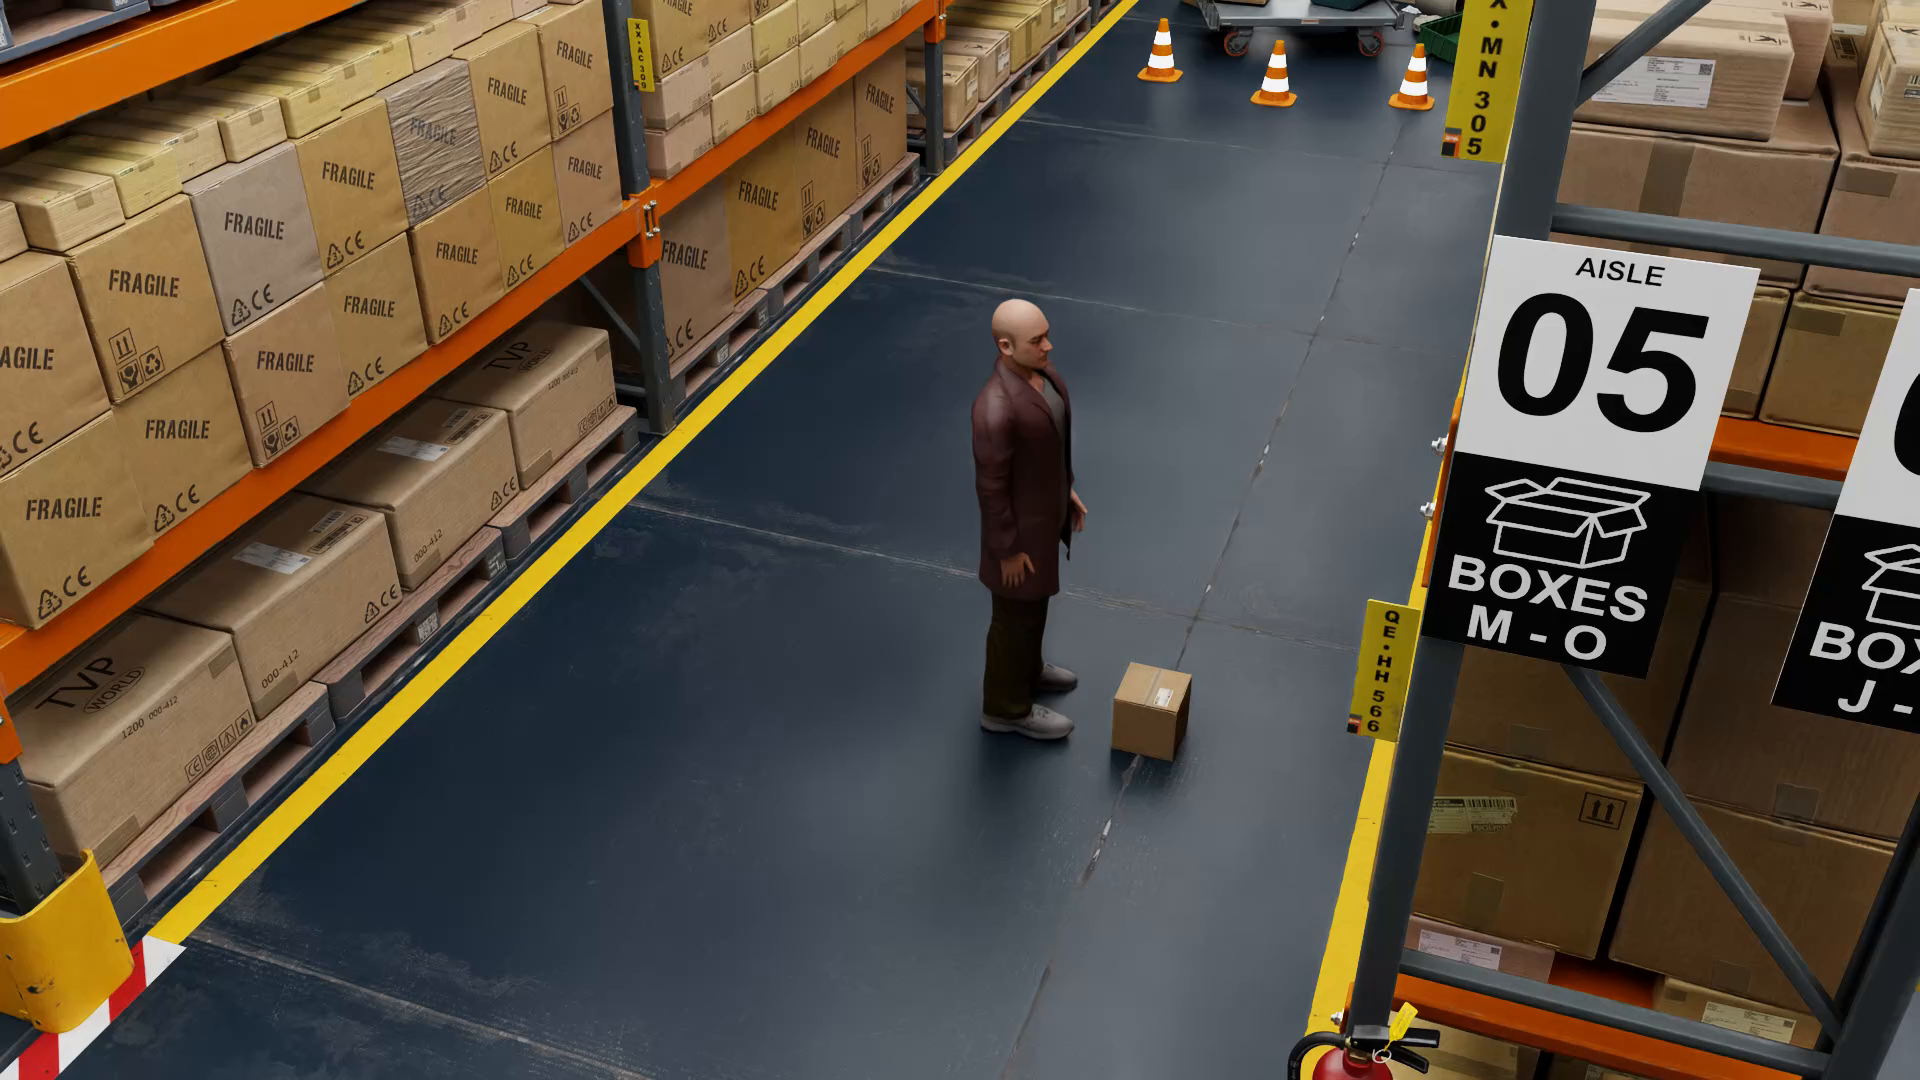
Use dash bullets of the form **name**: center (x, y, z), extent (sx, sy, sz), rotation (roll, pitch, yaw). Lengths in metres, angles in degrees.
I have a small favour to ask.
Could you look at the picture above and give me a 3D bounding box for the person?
- **person**: center (0.273, -0.059, 6.233), extent (0.445, 1.798, 0.574), rotation (11, 35, 17)
